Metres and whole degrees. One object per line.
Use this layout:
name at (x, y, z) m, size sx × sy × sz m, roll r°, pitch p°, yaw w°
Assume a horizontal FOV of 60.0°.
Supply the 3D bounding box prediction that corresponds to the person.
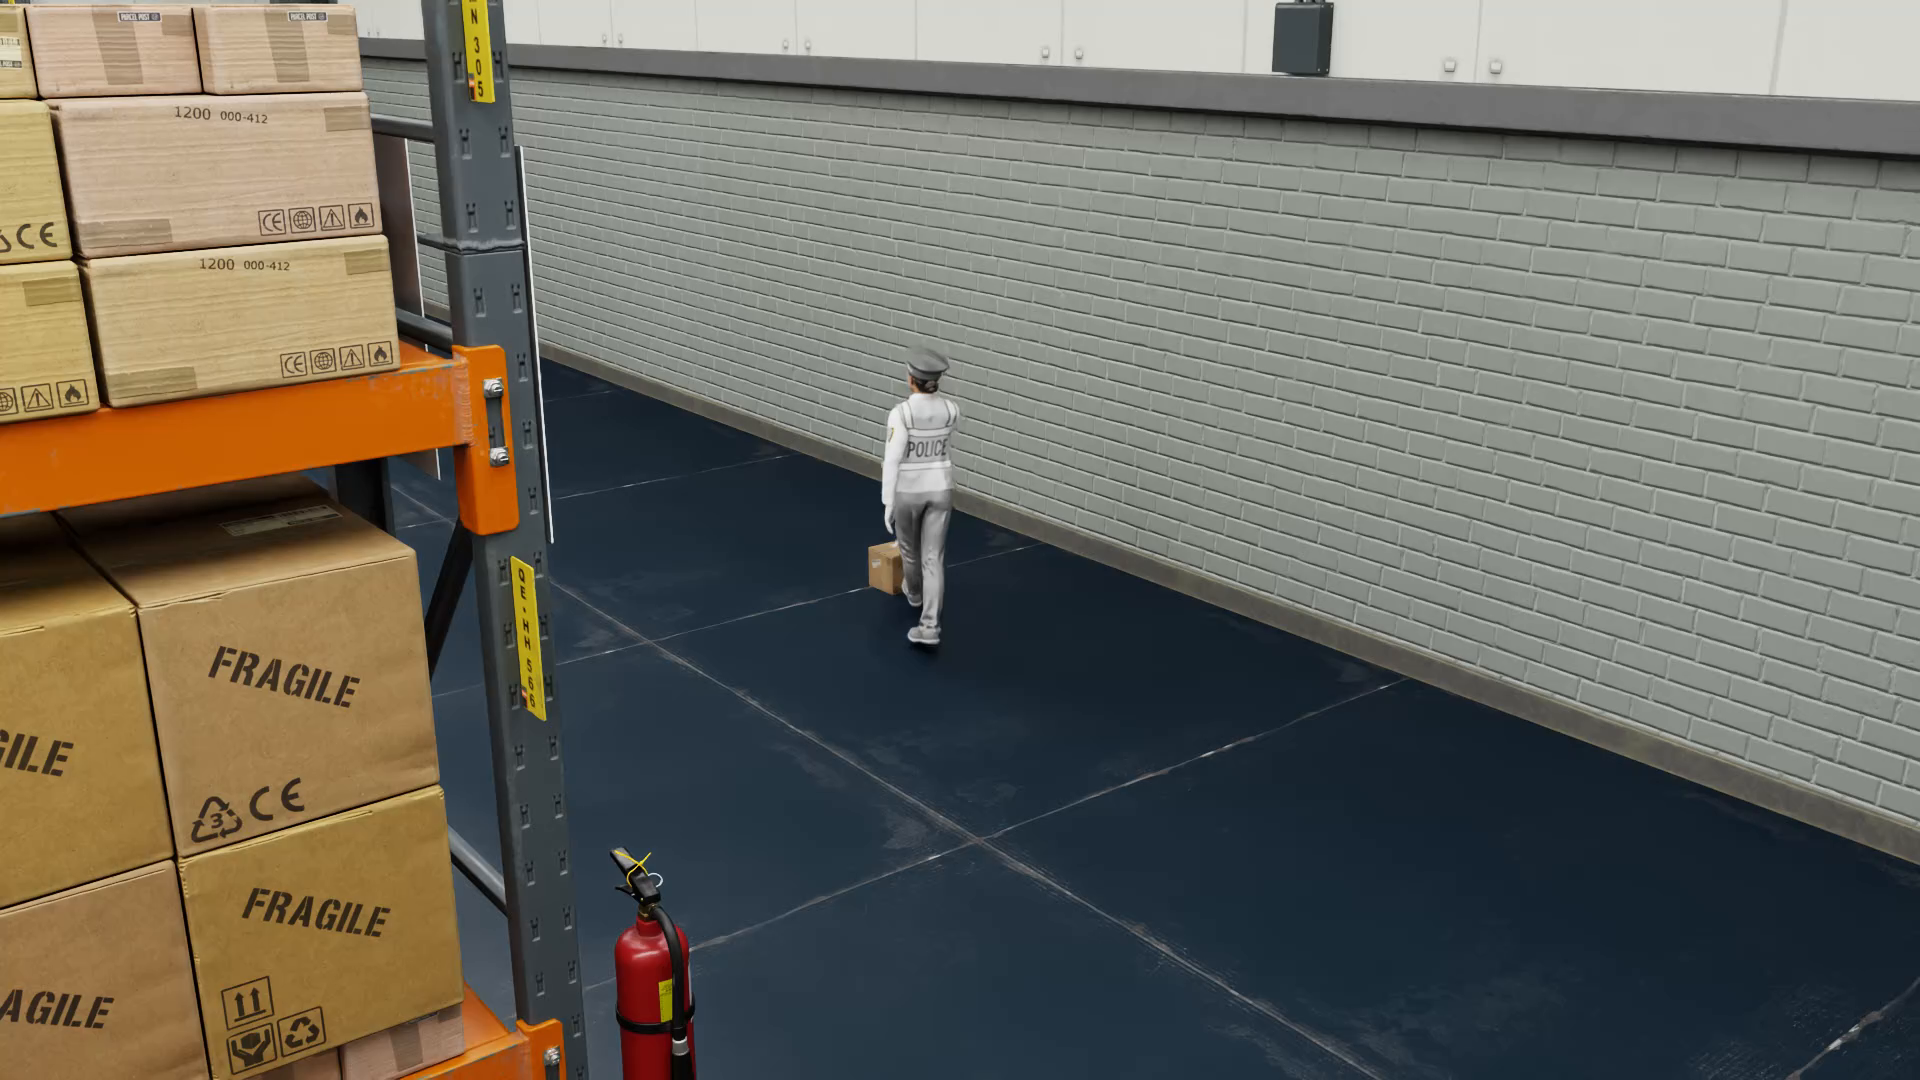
person at (-0.242, -0.296, 9.434) m, size 0.471 × 1.617 × 1.004 m, roll -3°, pitch 18°, yaw -10°
